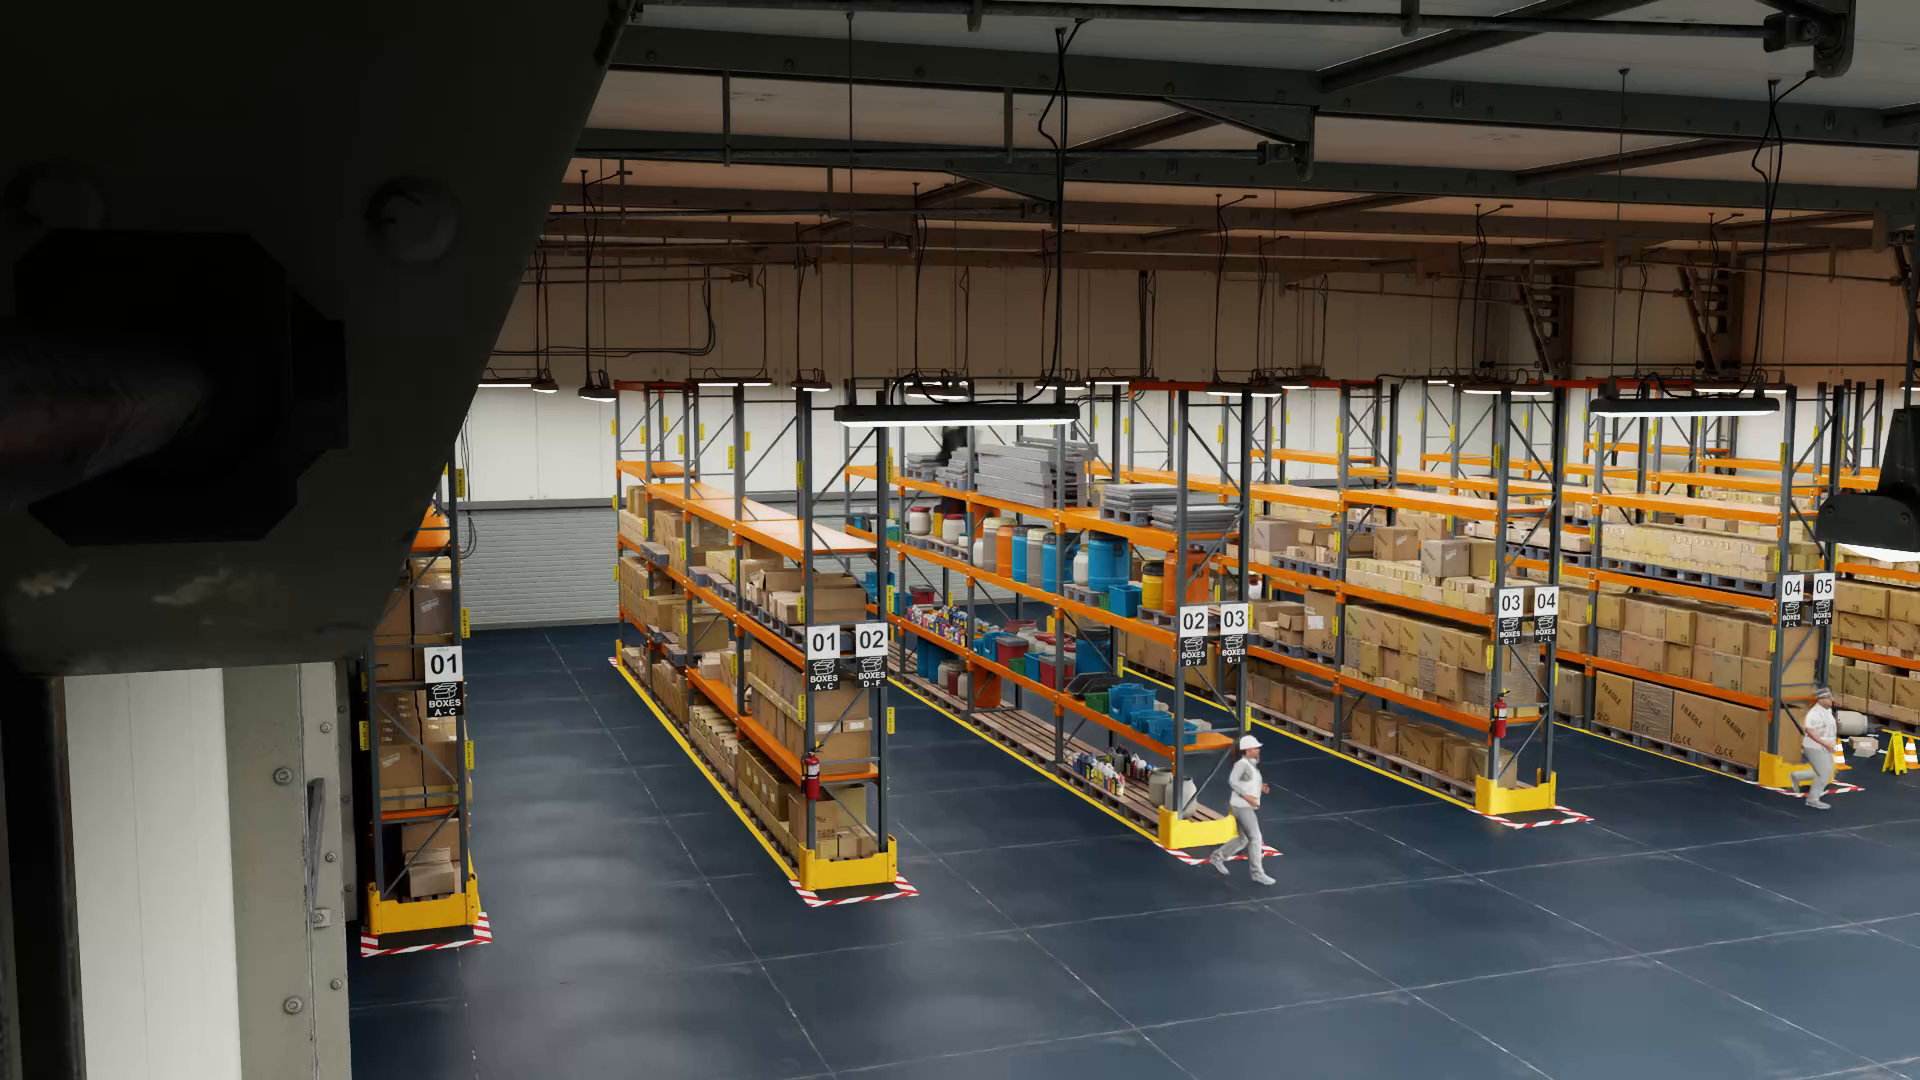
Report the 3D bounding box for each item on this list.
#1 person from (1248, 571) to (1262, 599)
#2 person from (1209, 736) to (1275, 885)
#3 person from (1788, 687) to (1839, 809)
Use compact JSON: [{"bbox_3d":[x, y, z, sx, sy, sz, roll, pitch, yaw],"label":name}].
[{"bbox_3d":[6.559,1.538,37.010,0.676,1.794,0.909,-1,6,-11],"label":"person"},{"bbox_3d":[3.523,3.295,20.570,0.825,1.755,0.708,2,6,16],"label":"person"},{"bbox_3d":[12.275,2.949,23.833,0.633,1.754,0.678,6,8,44],"label":"person"}]
